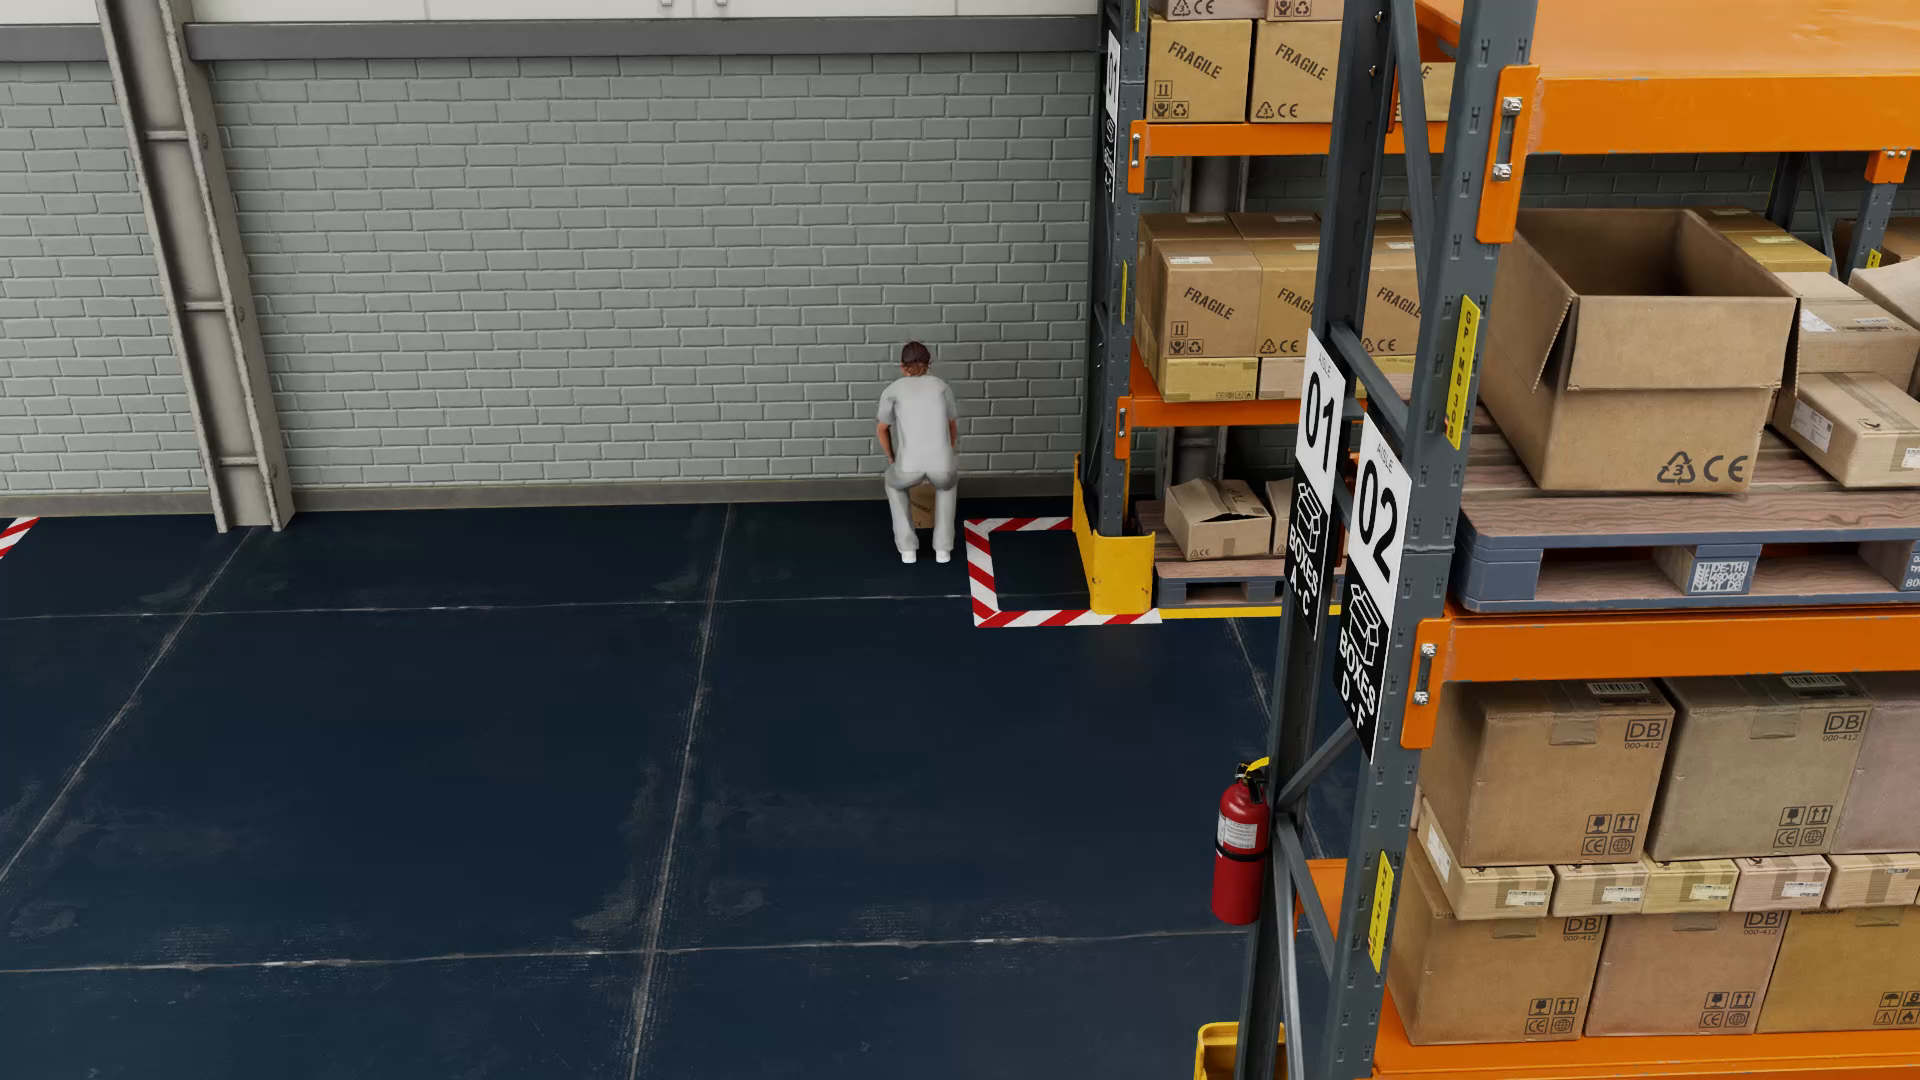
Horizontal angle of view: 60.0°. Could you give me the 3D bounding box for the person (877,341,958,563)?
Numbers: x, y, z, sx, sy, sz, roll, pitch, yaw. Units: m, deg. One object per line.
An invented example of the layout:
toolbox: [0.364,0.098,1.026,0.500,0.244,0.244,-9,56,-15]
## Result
person: [-0.253,-0.508,10.026,0.492,1.275,0.697,-1,28,-3]
